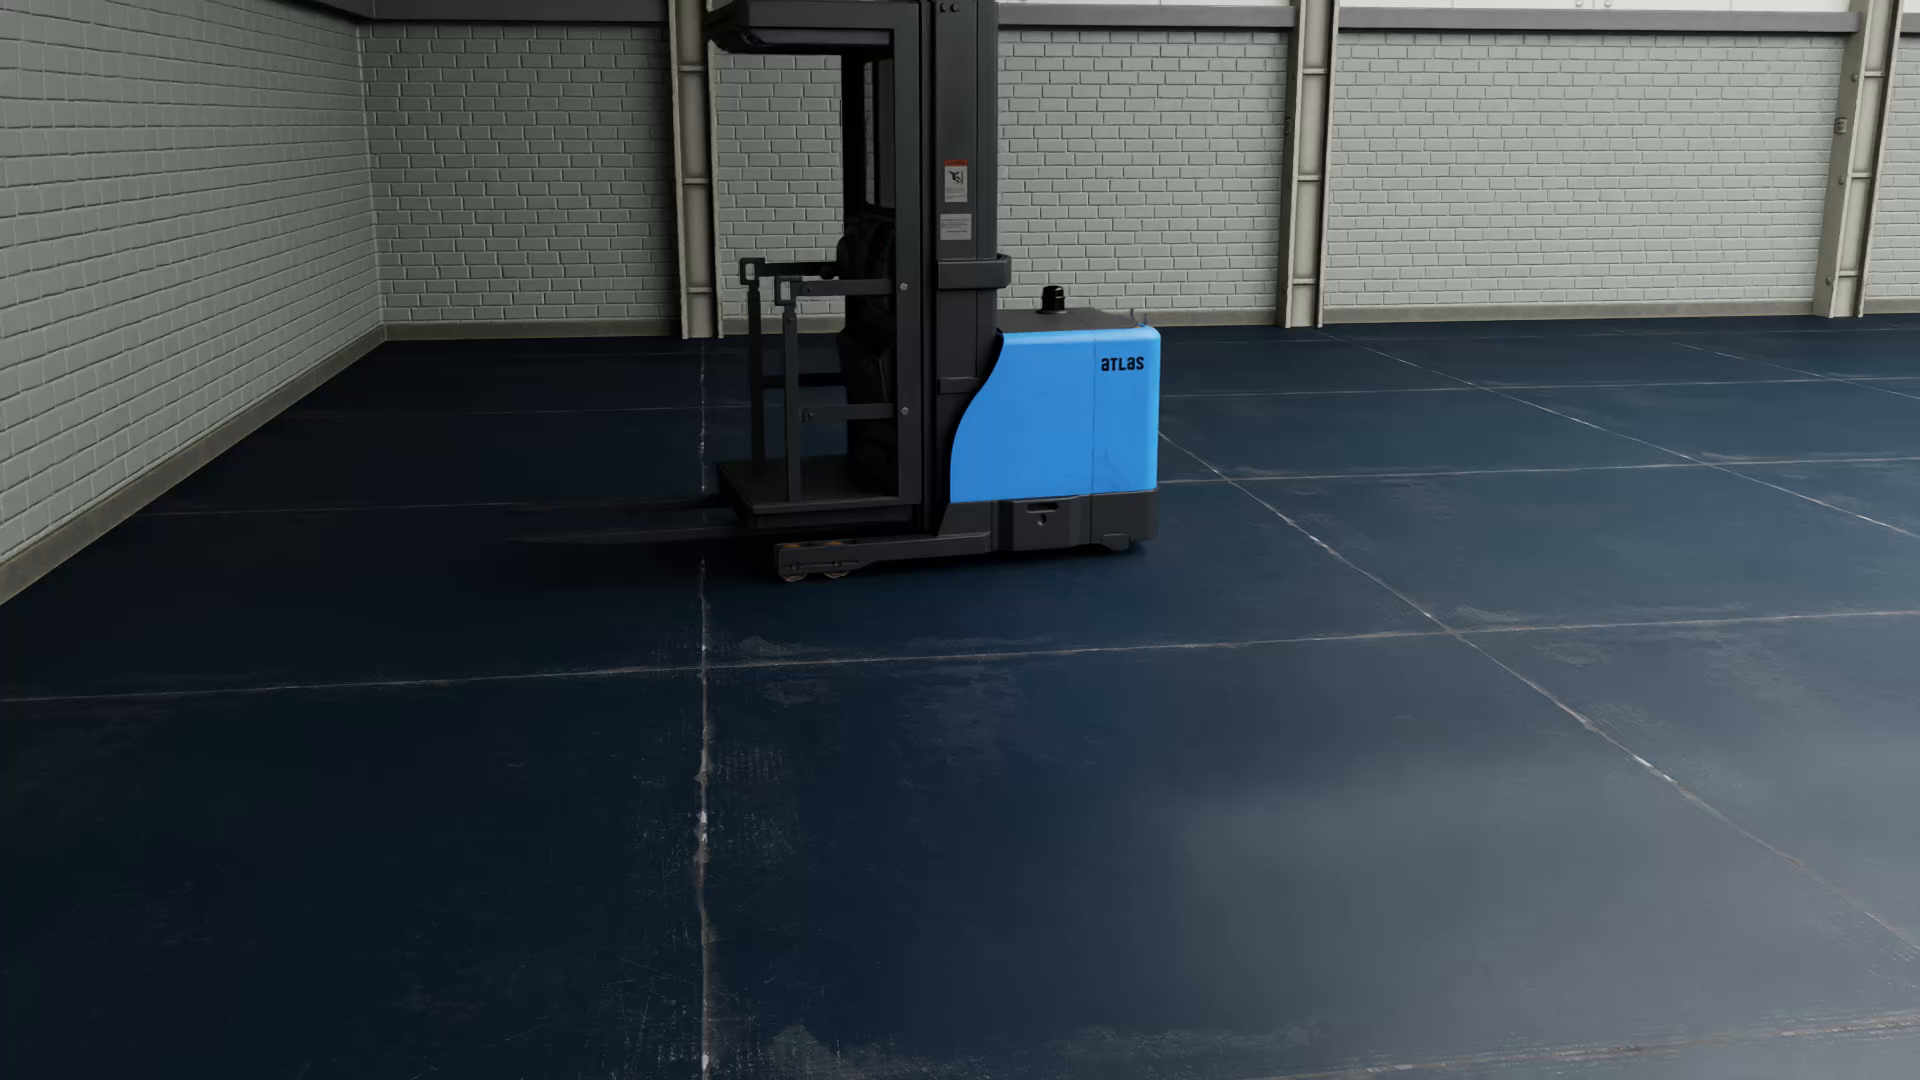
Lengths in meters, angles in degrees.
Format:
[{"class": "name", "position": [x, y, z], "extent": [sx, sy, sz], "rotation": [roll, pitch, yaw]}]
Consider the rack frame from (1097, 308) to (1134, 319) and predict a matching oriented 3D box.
[{"class": "rack frame", "position": [0.817, -0.709, 8.885], "extent": [0.200, 1.050, 0.008], "rotation": [-3, 15, -11]}]

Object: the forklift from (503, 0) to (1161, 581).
[{"class": "forklift", "position": [-0.622, -1.379, 7.694], "extent": [3.031, 2.935, 1.130], "rotation": [-4, 15, -15]}]

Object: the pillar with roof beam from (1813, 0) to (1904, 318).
[{"class": "pillar with roof beam", "position": [10.022, -5.730, 12.570], "extent": [0.400, 9.000, 9.100], "rotation": [-2, 14, -8]}]

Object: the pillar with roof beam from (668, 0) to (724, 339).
[{"class": "pillar with roof beam", "position": [-1.844, -5.295, 10.836], "extent": [0.400, 9.000, 9.100], "rotation": [-2, 14, -8]}]

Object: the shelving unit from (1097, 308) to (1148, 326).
[{"class": "shelving unit", "position": [0.841, -0.679, 8.769], "extent": [0.215, 1.050, 0.252], "rotation": [-3, 15, -11]}]

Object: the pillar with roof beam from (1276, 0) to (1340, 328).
[{"class": "pillar with roof beam", "position": [4.089, -5.512, 11.703], "extent": [0.400, 9.000, 9.100], "rotation": [-2, 14, -8]}]

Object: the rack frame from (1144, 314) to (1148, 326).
[{"class": "rack frame", "position": [0.865, -0.649, 8.653], "extent": [0.200, 1.050, 0.008], "rotation": [-3, 15, -11]}]
